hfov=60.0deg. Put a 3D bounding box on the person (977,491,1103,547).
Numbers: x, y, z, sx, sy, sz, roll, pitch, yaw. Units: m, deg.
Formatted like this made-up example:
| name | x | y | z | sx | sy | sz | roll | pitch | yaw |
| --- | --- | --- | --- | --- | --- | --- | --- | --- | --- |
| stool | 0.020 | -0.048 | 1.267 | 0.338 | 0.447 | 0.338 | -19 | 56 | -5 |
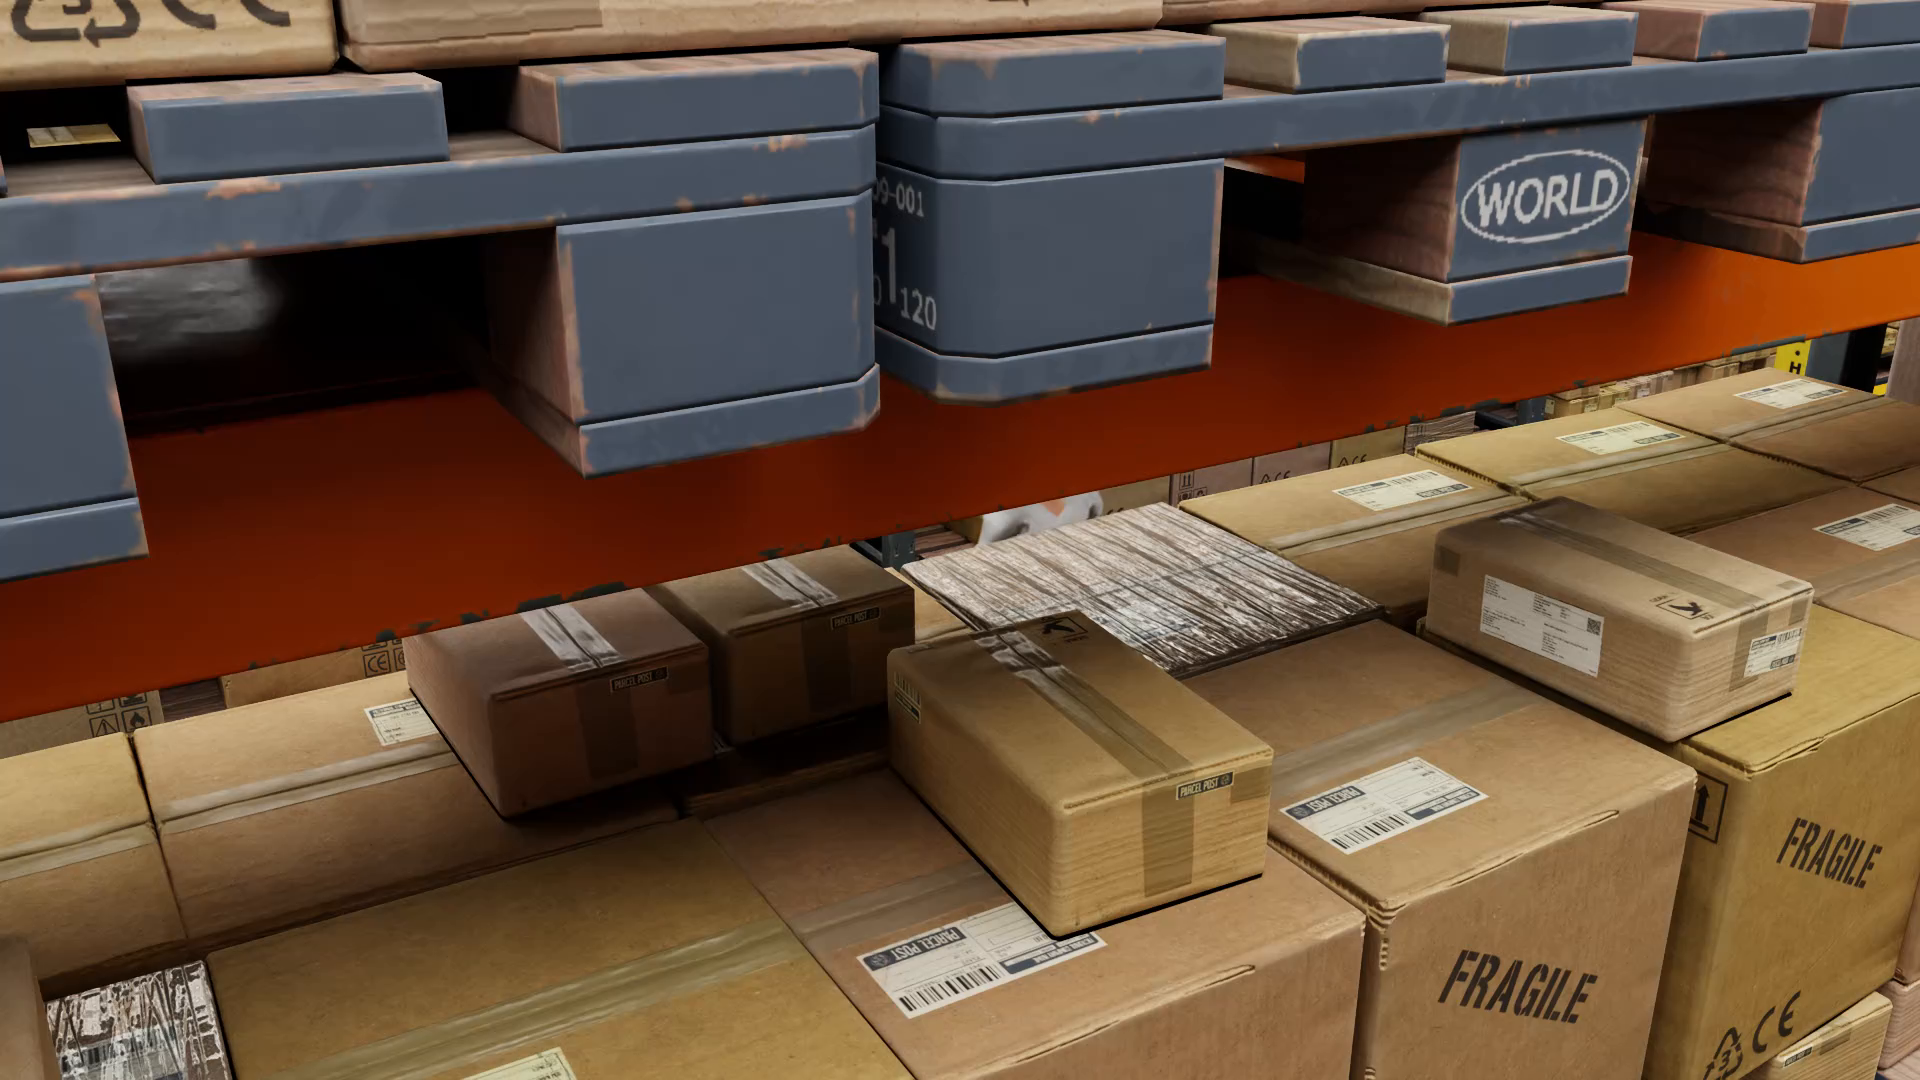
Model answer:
| name | x | y | z | sx | sy | sz | roll | pitch | yaw |
| --- | --- | --- | --- | --- | --- | --- | --- | --- | --- |
| person | 0.273 | 0.354 | 5.203 | 0.480 | 1.675 | 0.415 | -13 | 25 | -30 |
